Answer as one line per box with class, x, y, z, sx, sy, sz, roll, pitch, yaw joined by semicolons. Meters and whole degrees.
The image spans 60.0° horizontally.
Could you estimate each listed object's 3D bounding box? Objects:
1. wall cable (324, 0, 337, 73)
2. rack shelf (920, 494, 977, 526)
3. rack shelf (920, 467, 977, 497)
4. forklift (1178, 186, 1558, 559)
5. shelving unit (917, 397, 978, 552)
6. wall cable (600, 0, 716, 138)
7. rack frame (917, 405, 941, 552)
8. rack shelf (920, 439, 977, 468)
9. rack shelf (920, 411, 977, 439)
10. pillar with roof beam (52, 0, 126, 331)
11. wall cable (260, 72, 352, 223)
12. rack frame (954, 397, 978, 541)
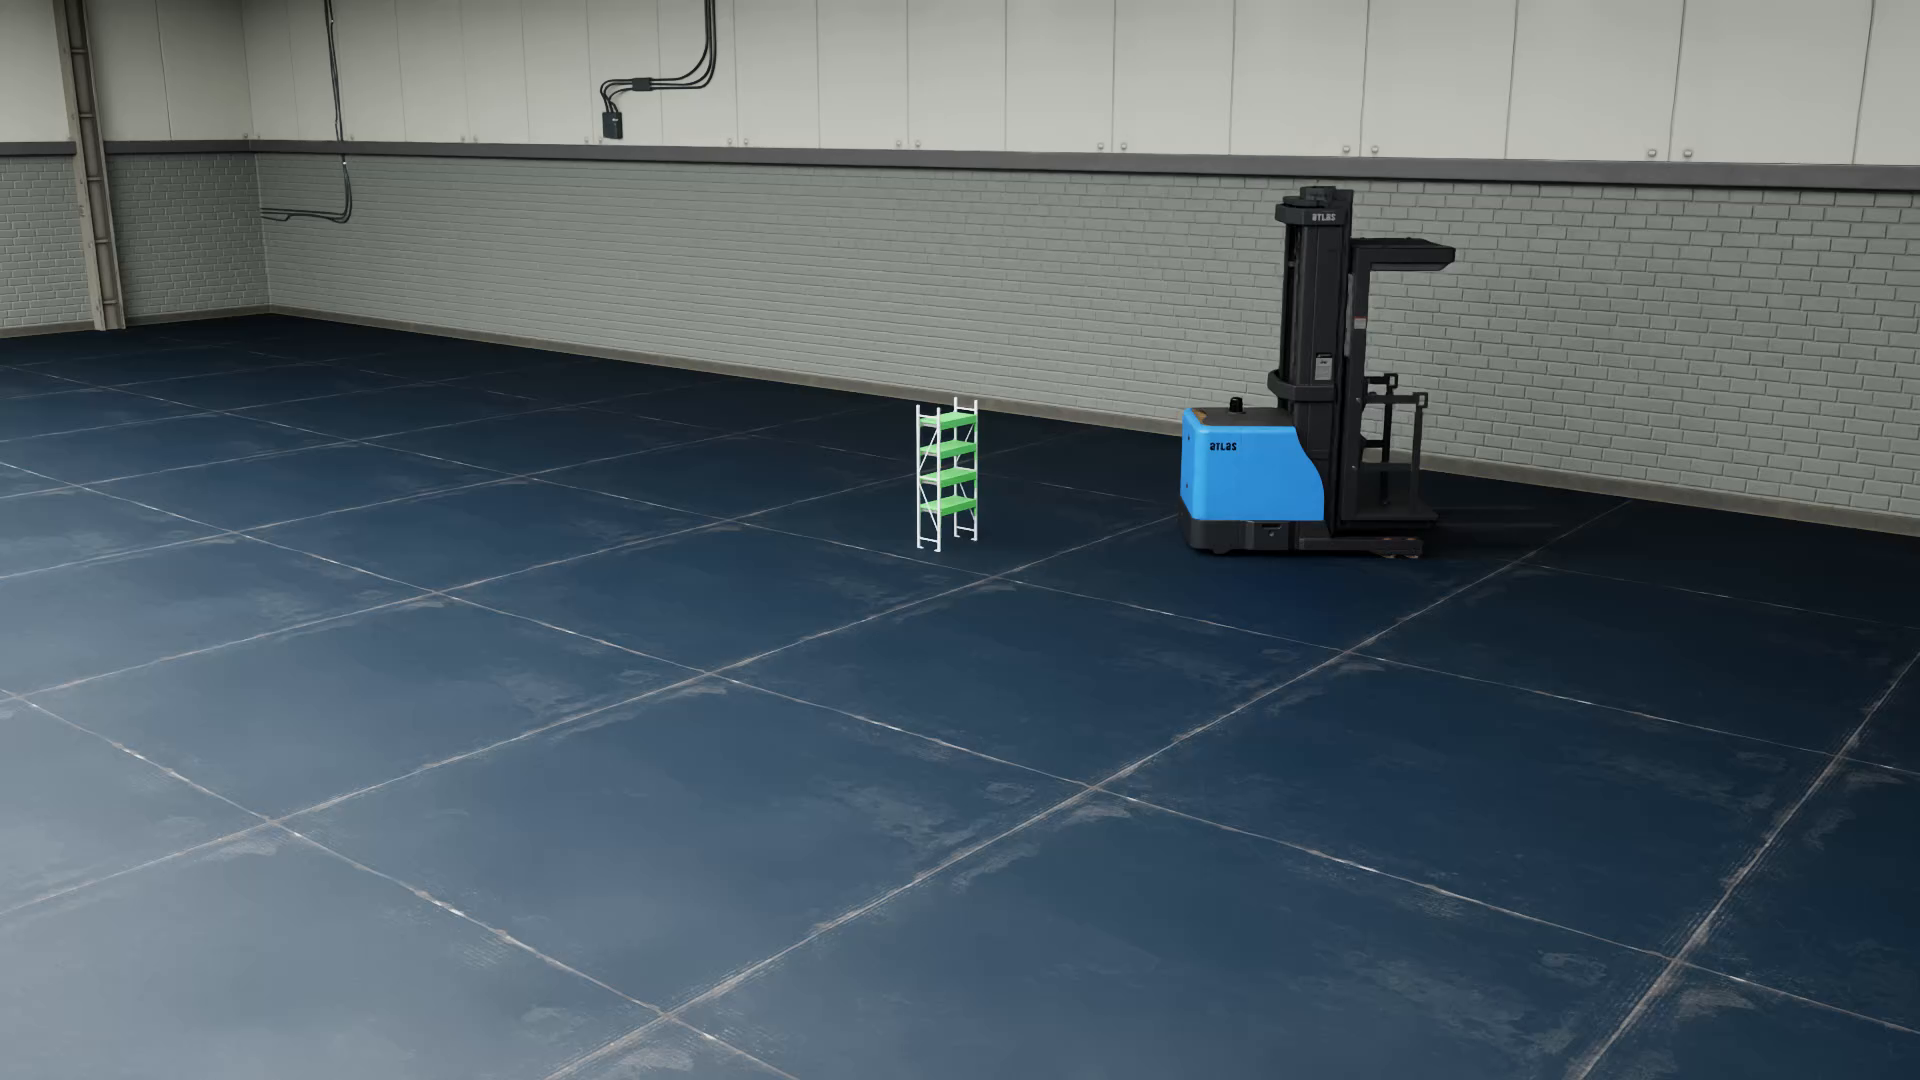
wall cable;-9.447;-8.832;26.662;3.097;2.526;0.112;11;18;38
rack shelf;-0.104;-0.255;13.925;0.258;0.148;0.480;11;18;38
rack shelf;-0.104;-0.488;13.866;0.258;0.148;0.480;11;18;38
forklift;3.405;-1.401;13.685;3.031;2.935;1.130;0;14;1
shelving unit;-0.104;-0.550;13.850;0.258;1.200;0.503;11;18;38
wall cable;-4.178;-8.484;22.335;2.305;6.003;0.169;11;18;38
rack frame;-0.257;-0.503;13.666;0.240;1.200;0.015;11;18;38
rack shelf;-0.104;-0.721;13.807;0.258;0.148;0.480;11;18;38
rack shelf;-0.104;-0.953;13.748;0.258;0.148;0.480;11;18;38
pillar with roof beam;-11.083;-7.282;24.511;9.100;9.000;0.400;11;18;38
wall cable;-11.552;-6.803;28.931;3.097;2.526;0.112;11;18;38
rack frame;0.049;-0.597;14.034;0.240;1.200;0.015;11;18;38
